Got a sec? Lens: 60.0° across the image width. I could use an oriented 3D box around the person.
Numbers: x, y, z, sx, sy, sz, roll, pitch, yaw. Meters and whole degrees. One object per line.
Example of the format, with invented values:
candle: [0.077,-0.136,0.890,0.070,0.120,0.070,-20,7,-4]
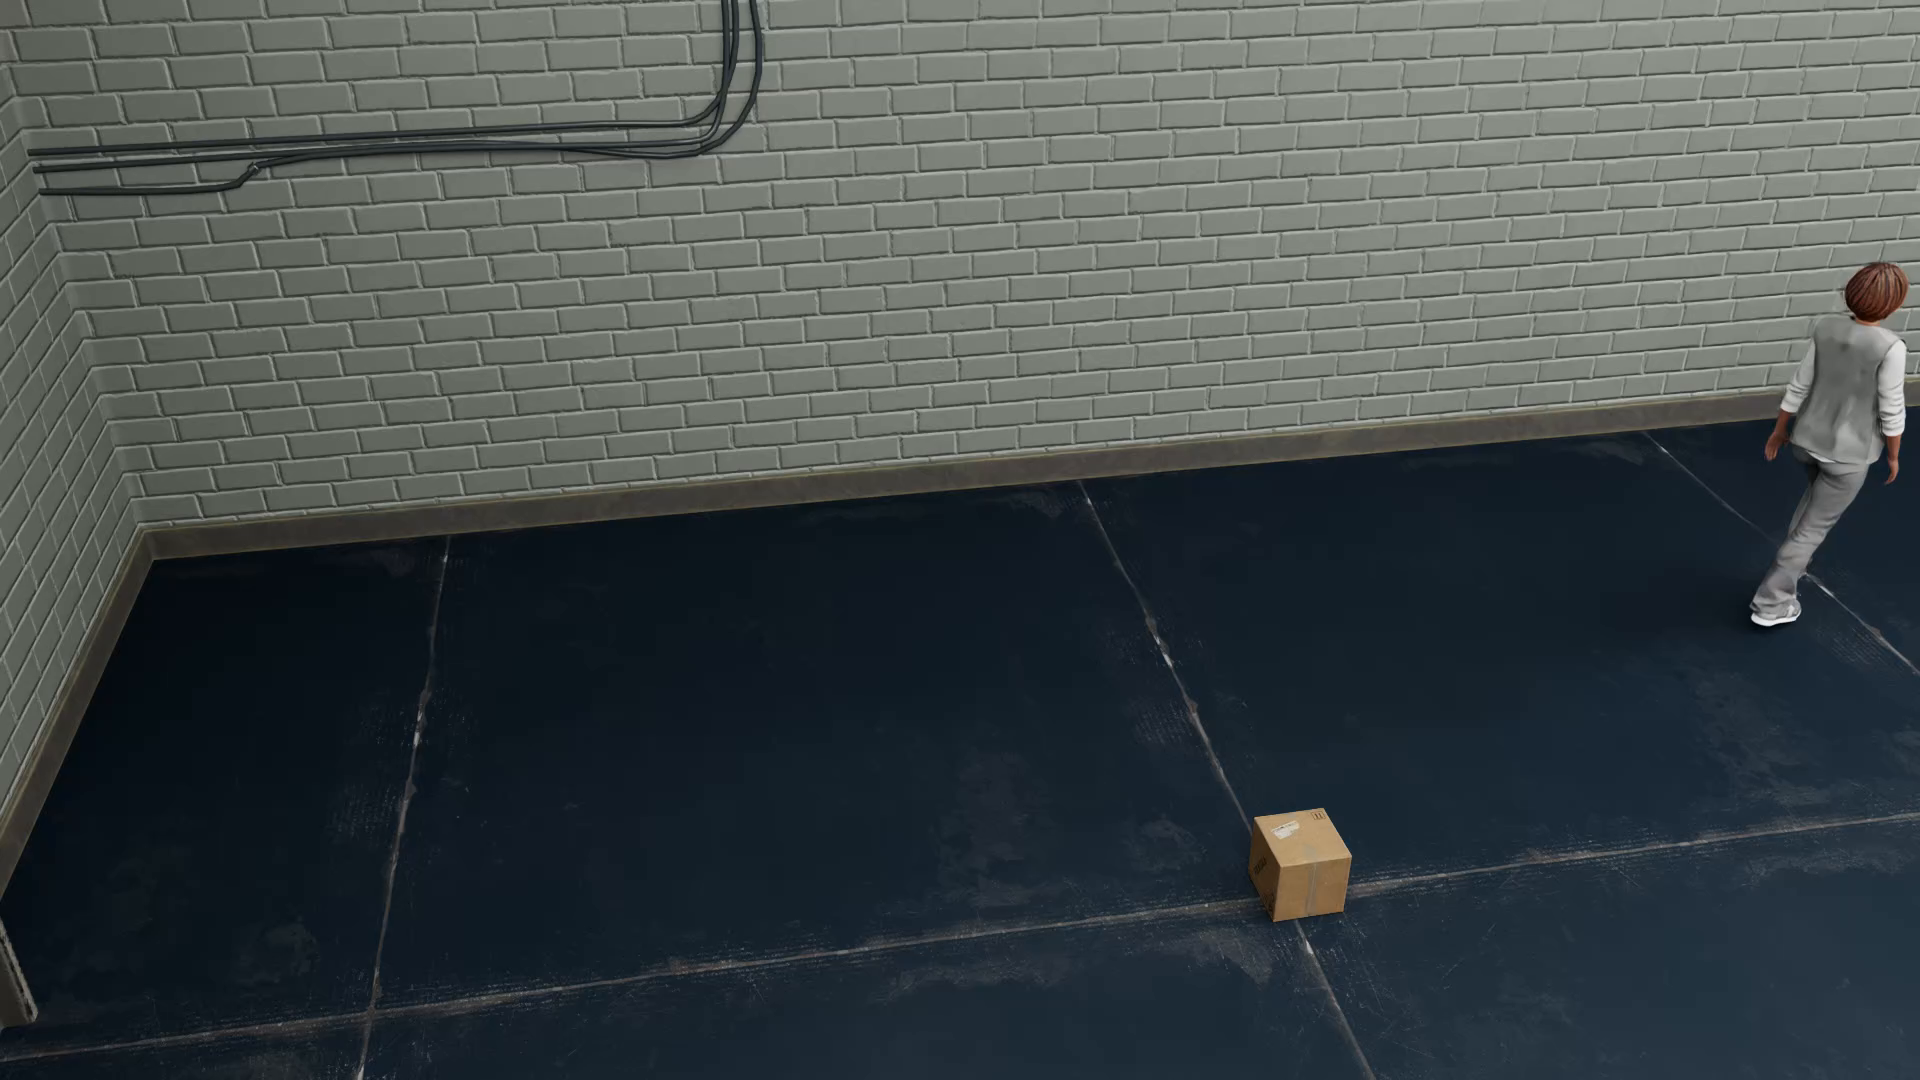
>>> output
person: [3.533,-0.356,6.722,0.490,1.631,0.458,-14,34,-22]
